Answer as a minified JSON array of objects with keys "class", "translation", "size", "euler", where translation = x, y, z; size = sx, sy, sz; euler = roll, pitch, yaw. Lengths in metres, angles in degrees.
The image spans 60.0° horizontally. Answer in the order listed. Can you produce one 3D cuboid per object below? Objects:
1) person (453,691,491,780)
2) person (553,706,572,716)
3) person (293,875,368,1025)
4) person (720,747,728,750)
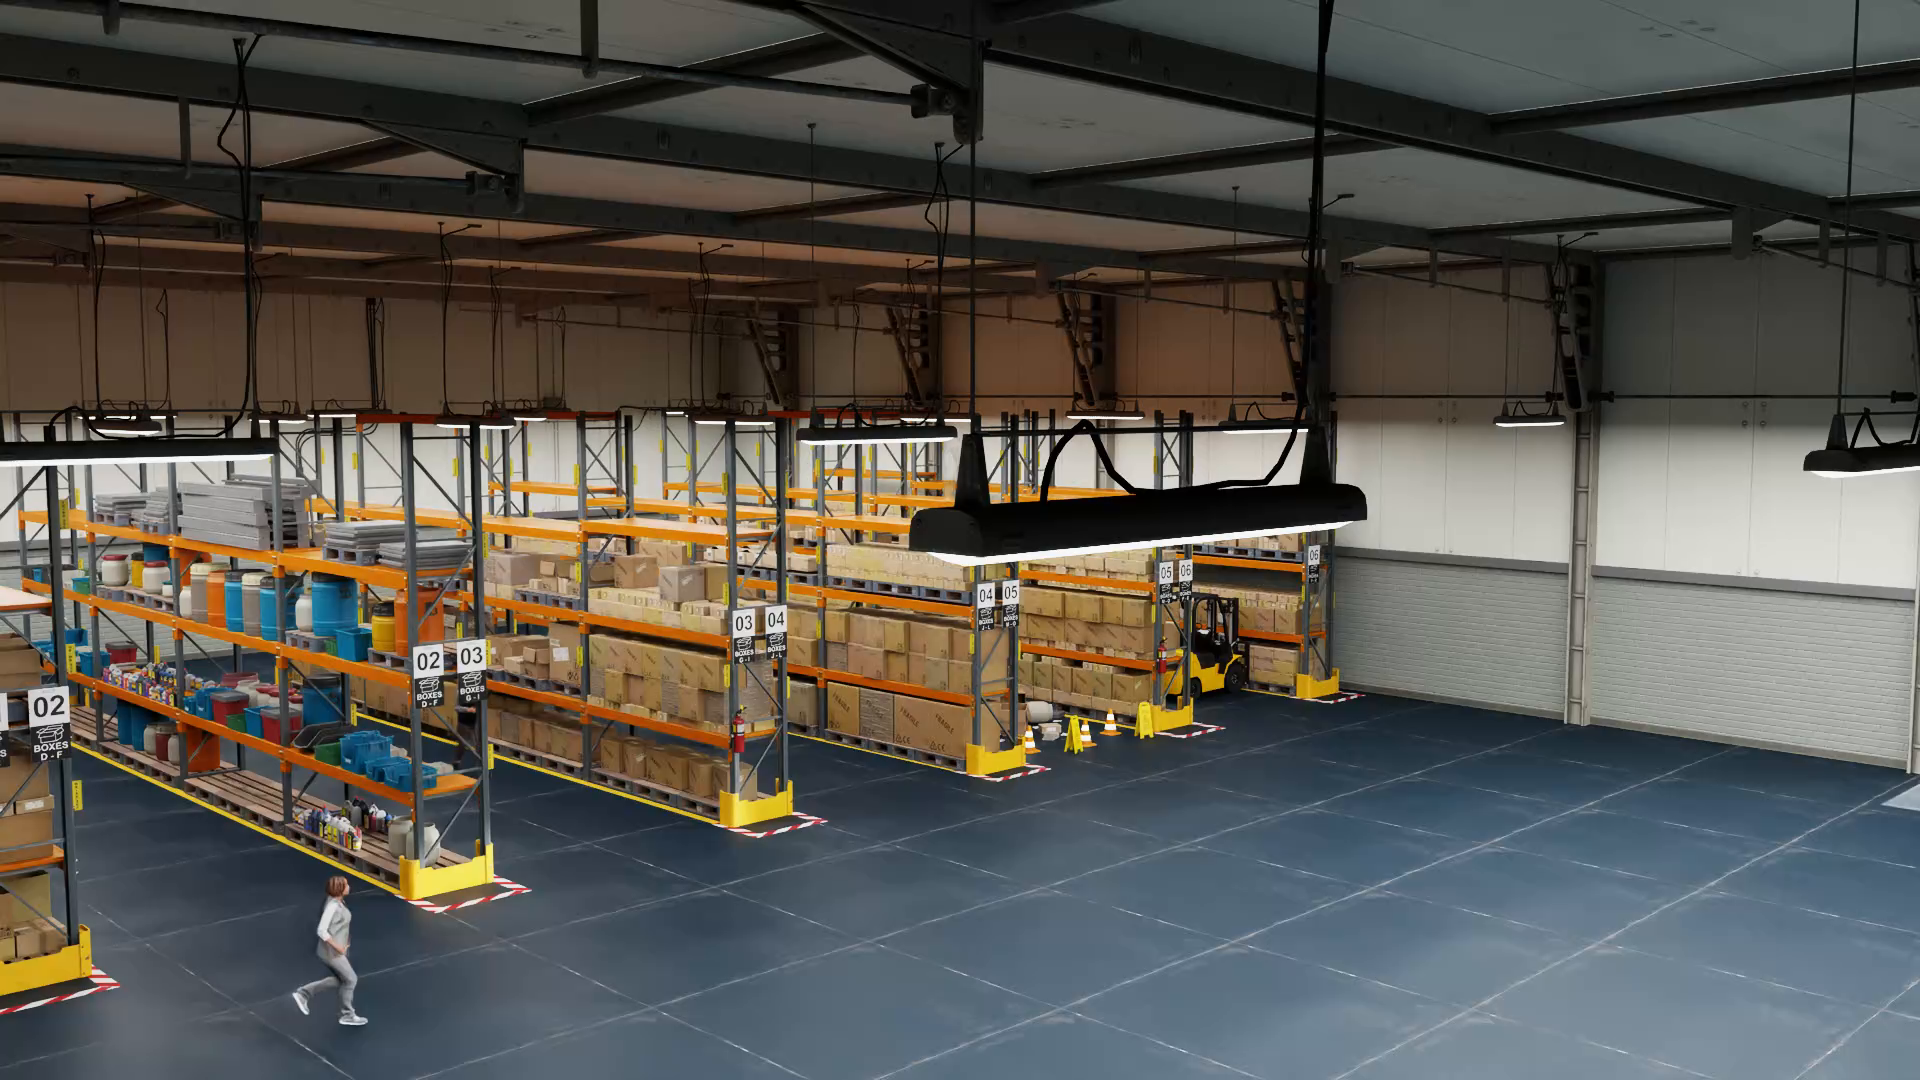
[{"class":"person","translation":[-8.153,3.067,27.639],"size":[0.610,1.750,0.889],"euler":[-5,7,-43]},{"class":"person","translation":[-7.587,2.694,31.895],"size":[0.729,1.788,0.838],"euler":[-5,7,-44]},{"class":"person","translation":[-6.304,4.124,16.586],"size":[0.695,1.576,0.559],"euler":[-2,5,-17]},{"class":"person","translation":[-4.338,2.891,29.941],"size":[0.794,1.801,0.638],"euler":[2,5,25]}]
